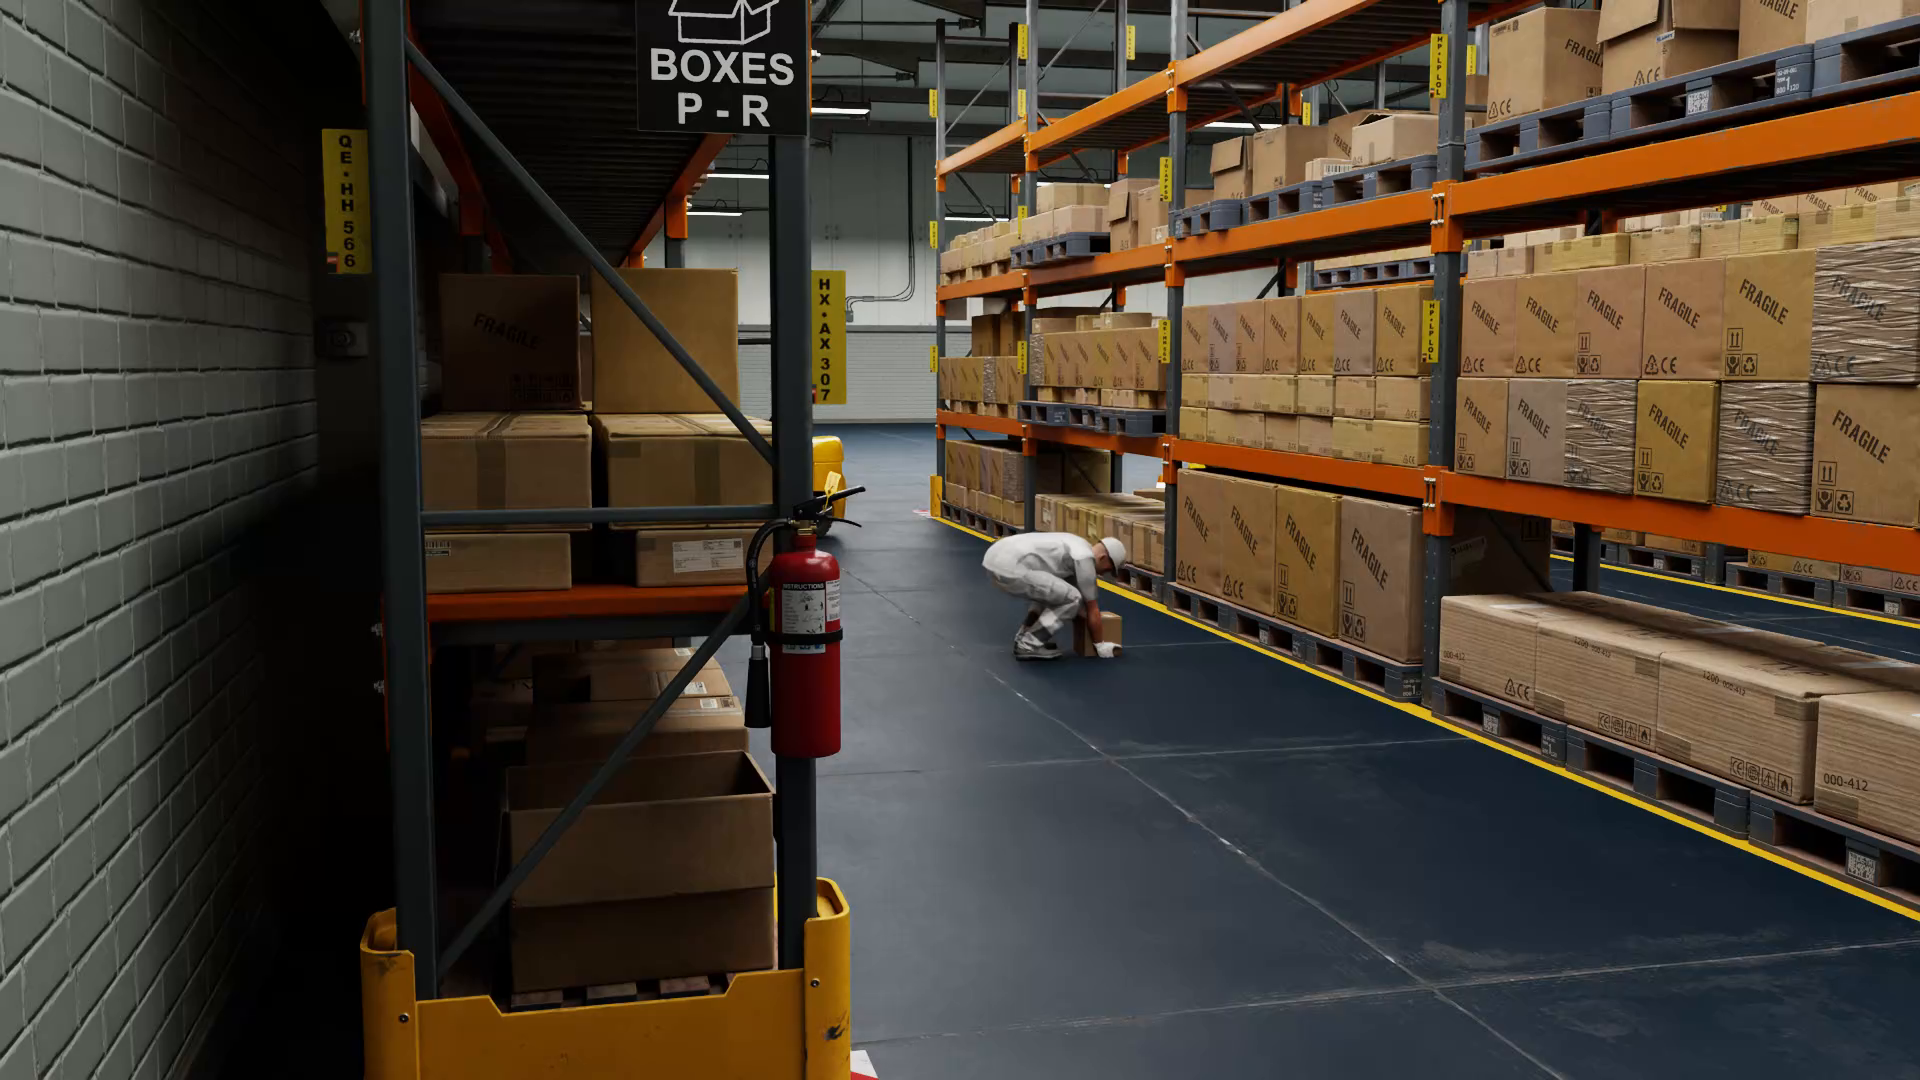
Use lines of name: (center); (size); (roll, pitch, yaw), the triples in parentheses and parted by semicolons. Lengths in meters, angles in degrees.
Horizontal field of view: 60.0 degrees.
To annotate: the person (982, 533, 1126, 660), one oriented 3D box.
person: (0.622, 0.362, 10.706); (0.964, 0.820, 0.523); (-2, 6, -15)
